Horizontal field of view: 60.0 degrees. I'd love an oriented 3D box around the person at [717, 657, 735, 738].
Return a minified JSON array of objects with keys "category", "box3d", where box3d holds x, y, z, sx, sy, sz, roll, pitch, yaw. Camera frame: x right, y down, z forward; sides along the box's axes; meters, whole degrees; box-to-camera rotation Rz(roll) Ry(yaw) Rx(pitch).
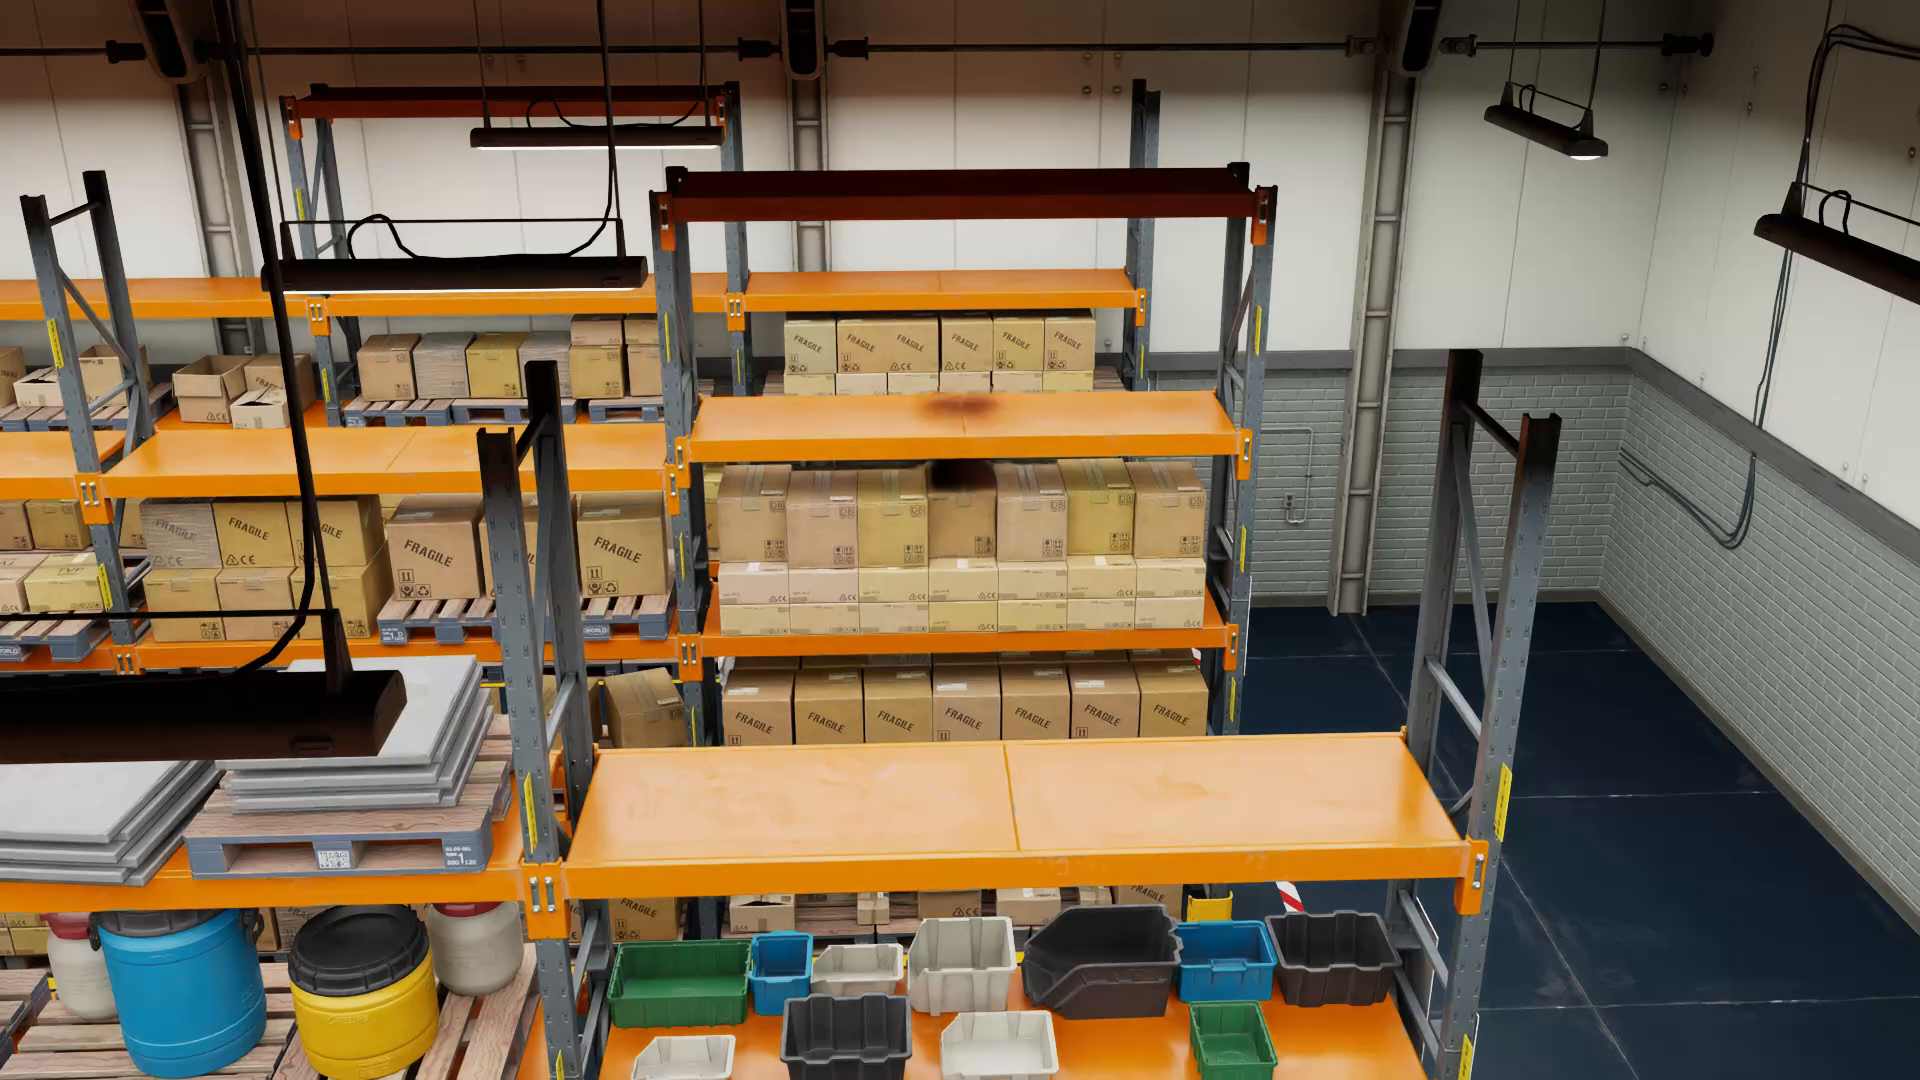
[{"category":"person","box3d":[-2.048,1.162,16.050,0.624,1.852,0.462,6,23,14]}]
